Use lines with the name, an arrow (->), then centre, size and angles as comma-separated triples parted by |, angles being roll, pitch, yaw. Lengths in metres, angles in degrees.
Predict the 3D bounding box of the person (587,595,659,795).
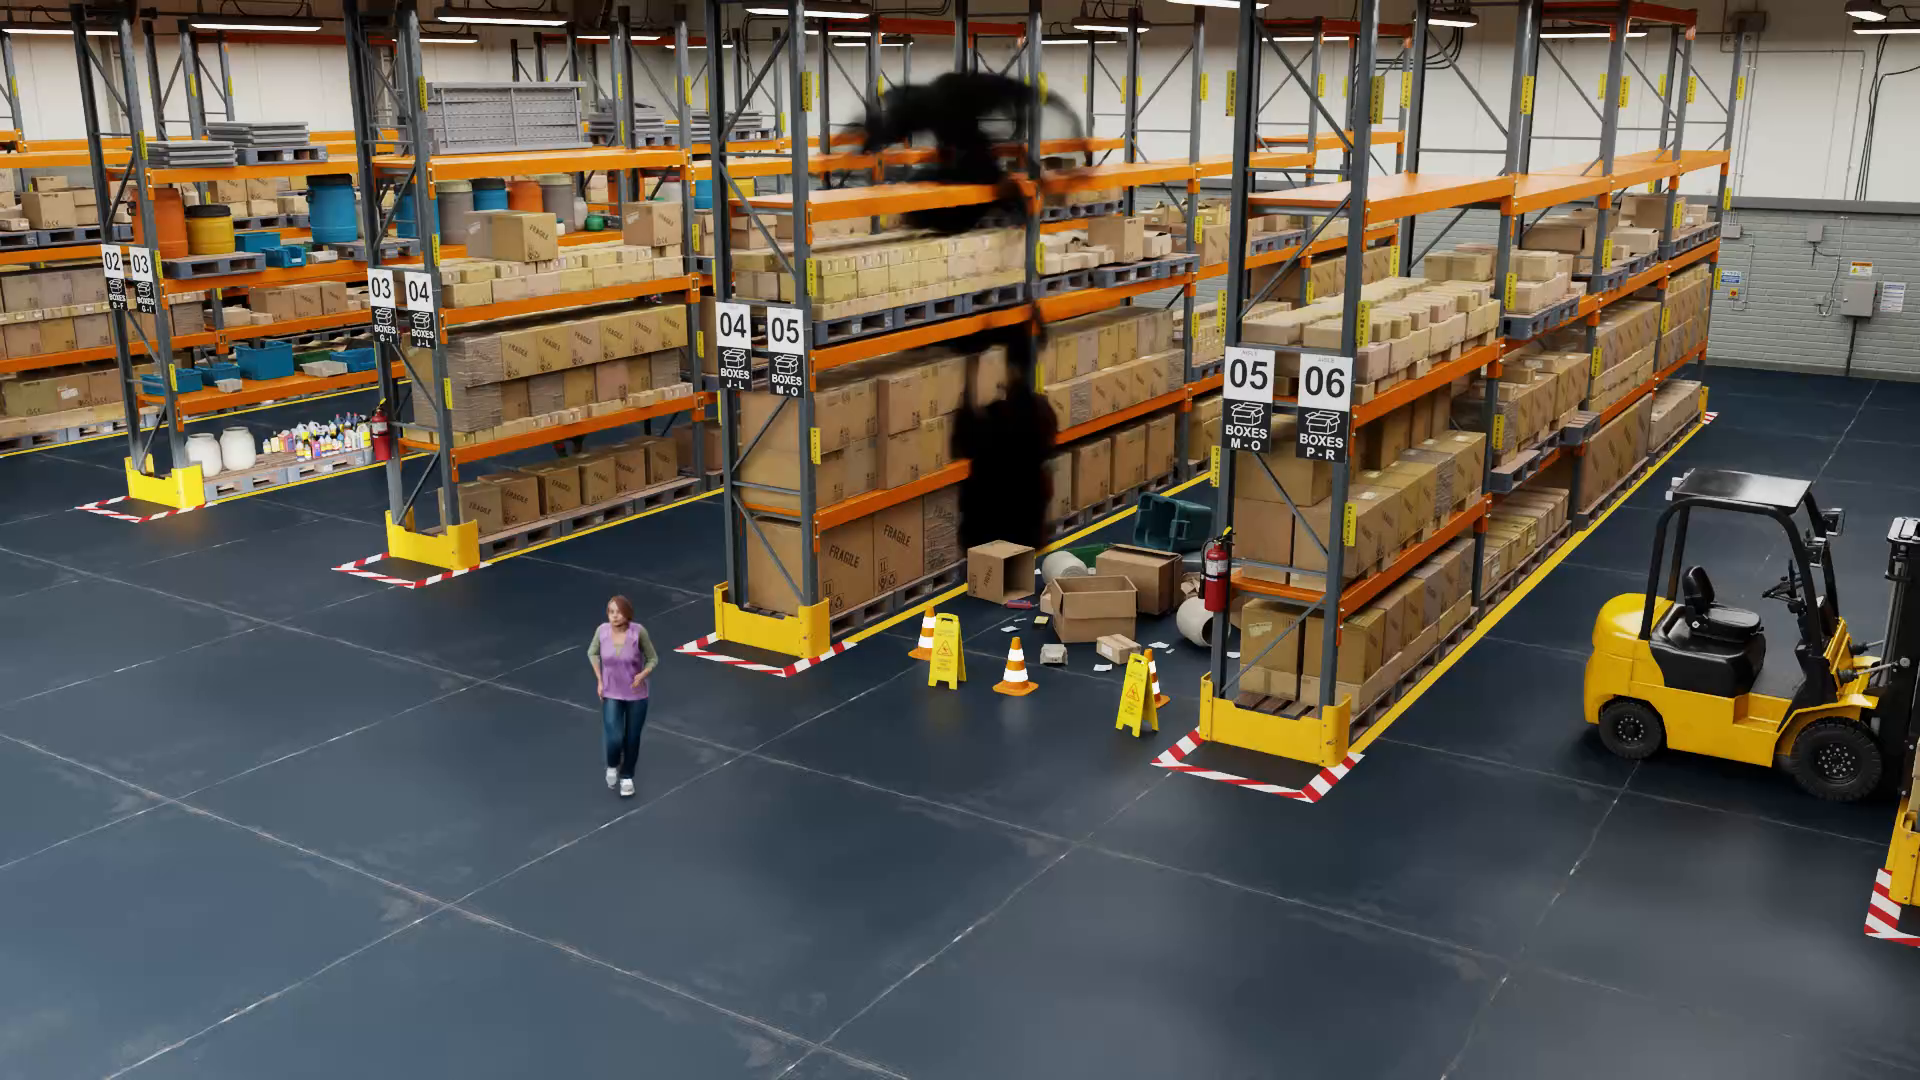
person -> -2.449, 1.158, 12.128 | 0.519, 1.567, 0.556 | -2, 16, -8

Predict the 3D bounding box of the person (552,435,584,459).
person -> -5.448, -1.859, 22.683 | 0.657, 1.742, 0.602 | 6, 17, 21
